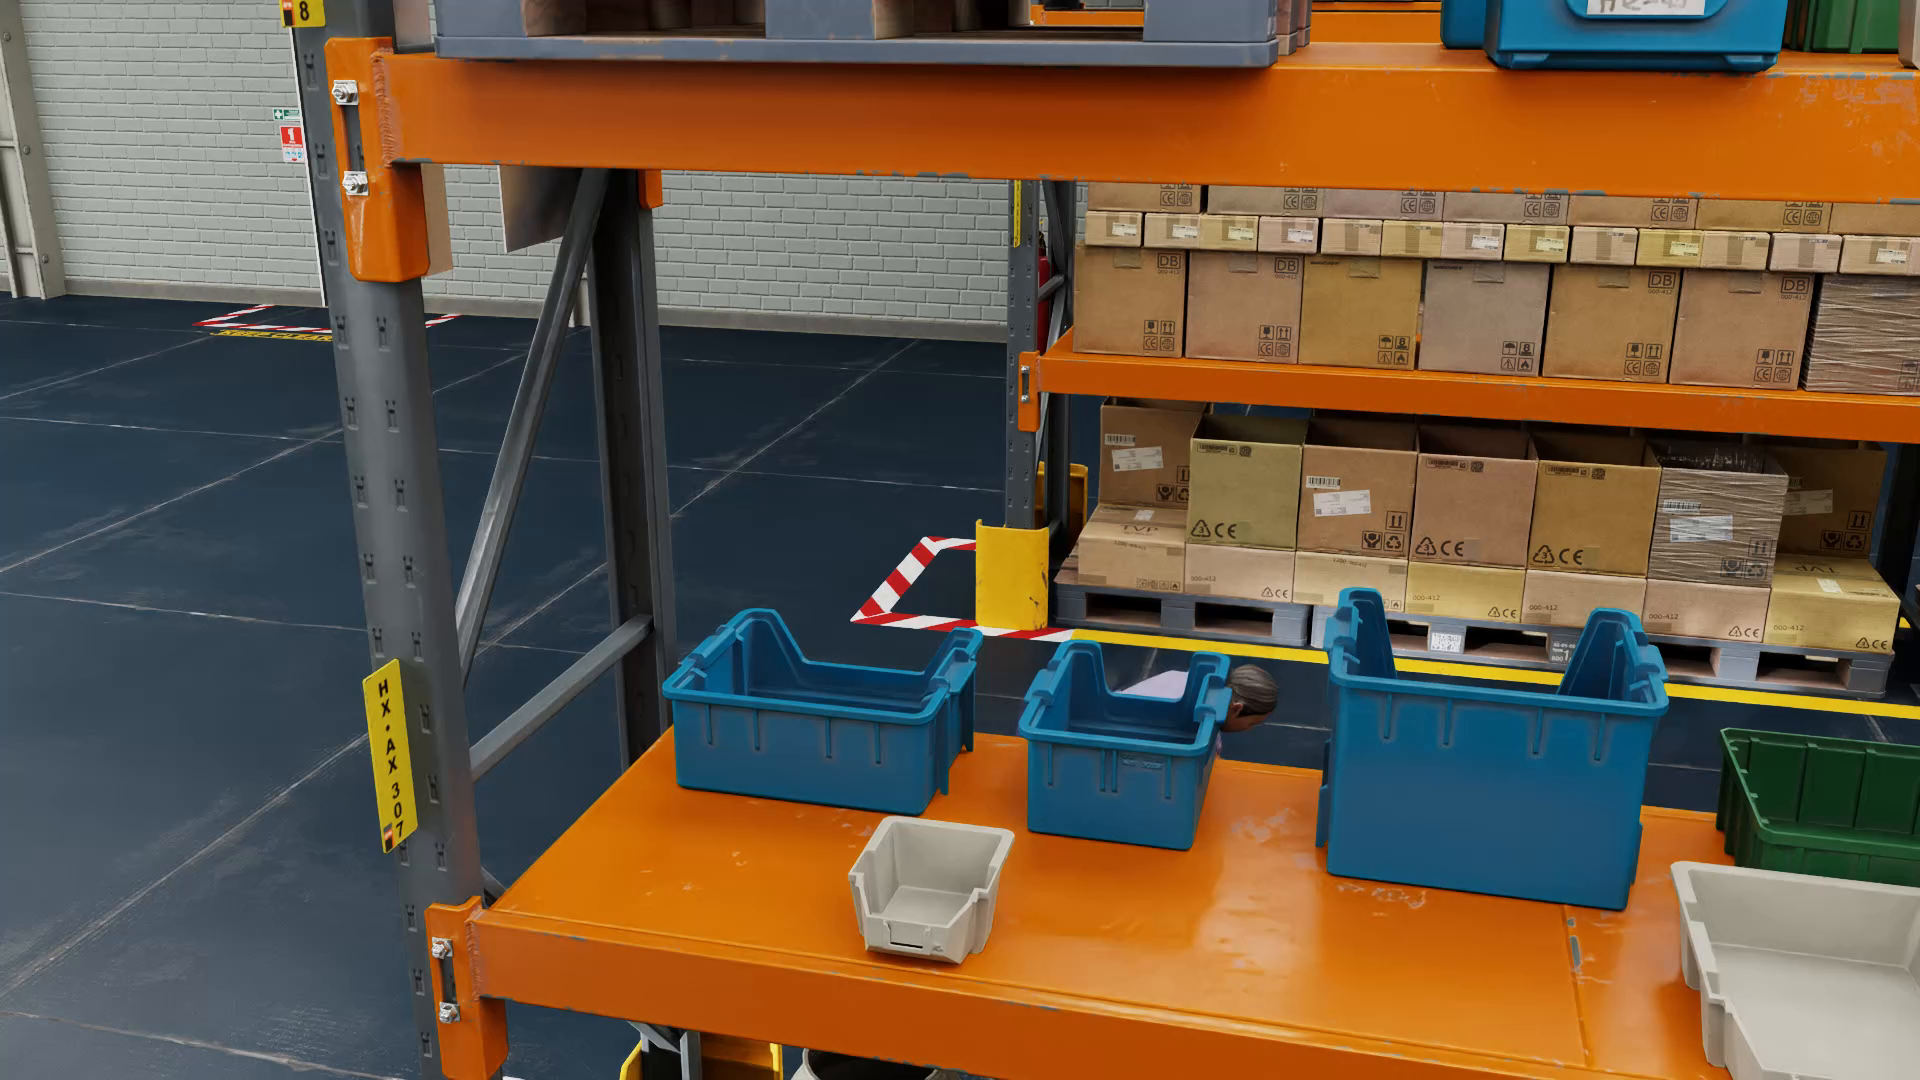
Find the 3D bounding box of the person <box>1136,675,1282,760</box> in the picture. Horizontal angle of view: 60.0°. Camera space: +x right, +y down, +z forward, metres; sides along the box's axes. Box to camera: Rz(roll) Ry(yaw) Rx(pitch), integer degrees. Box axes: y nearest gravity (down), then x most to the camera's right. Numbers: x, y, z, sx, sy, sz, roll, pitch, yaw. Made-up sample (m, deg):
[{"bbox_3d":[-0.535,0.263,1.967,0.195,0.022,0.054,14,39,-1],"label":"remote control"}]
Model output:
[{"bbox_3d":[0.631,0.816,5.527,0.822,0.807,0.516,5,19,14],"label":"person"}]
